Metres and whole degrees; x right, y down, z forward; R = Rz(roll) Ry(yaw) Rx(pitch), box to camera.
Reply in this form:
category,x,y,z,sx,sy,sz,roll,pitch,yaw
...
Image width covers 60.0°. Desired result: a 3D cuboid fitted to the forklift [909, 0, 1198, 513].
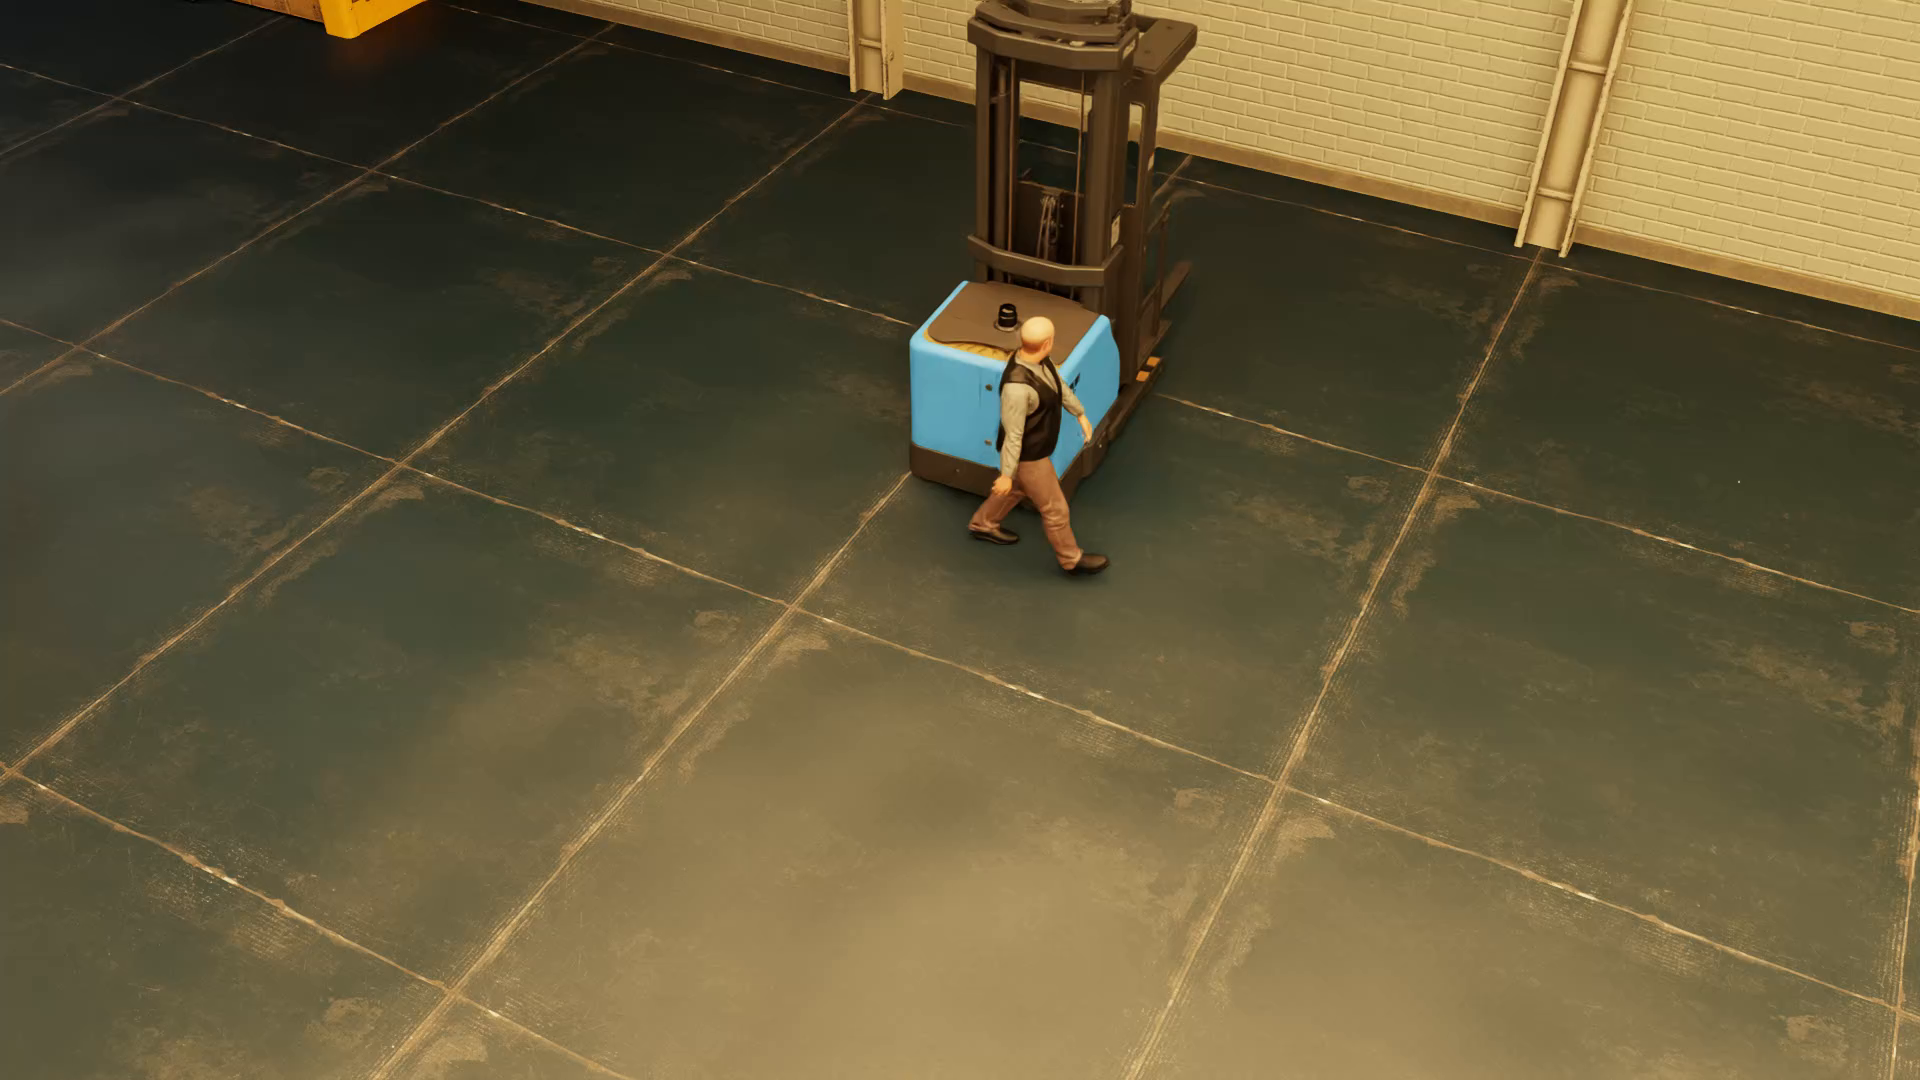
category,x,y,z,sx,sy,sz,roll,pitch,yaw
forklift,0.771,-2.232,10.636,1.130,2.935,3.031,17,43,19

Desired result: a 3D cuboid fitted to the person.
category,x,y,z,sx,sy,sz,roll,pitch,yaw
person,0.468,-0.514,9.596,0.892,1.676,0.676,6,40,7
